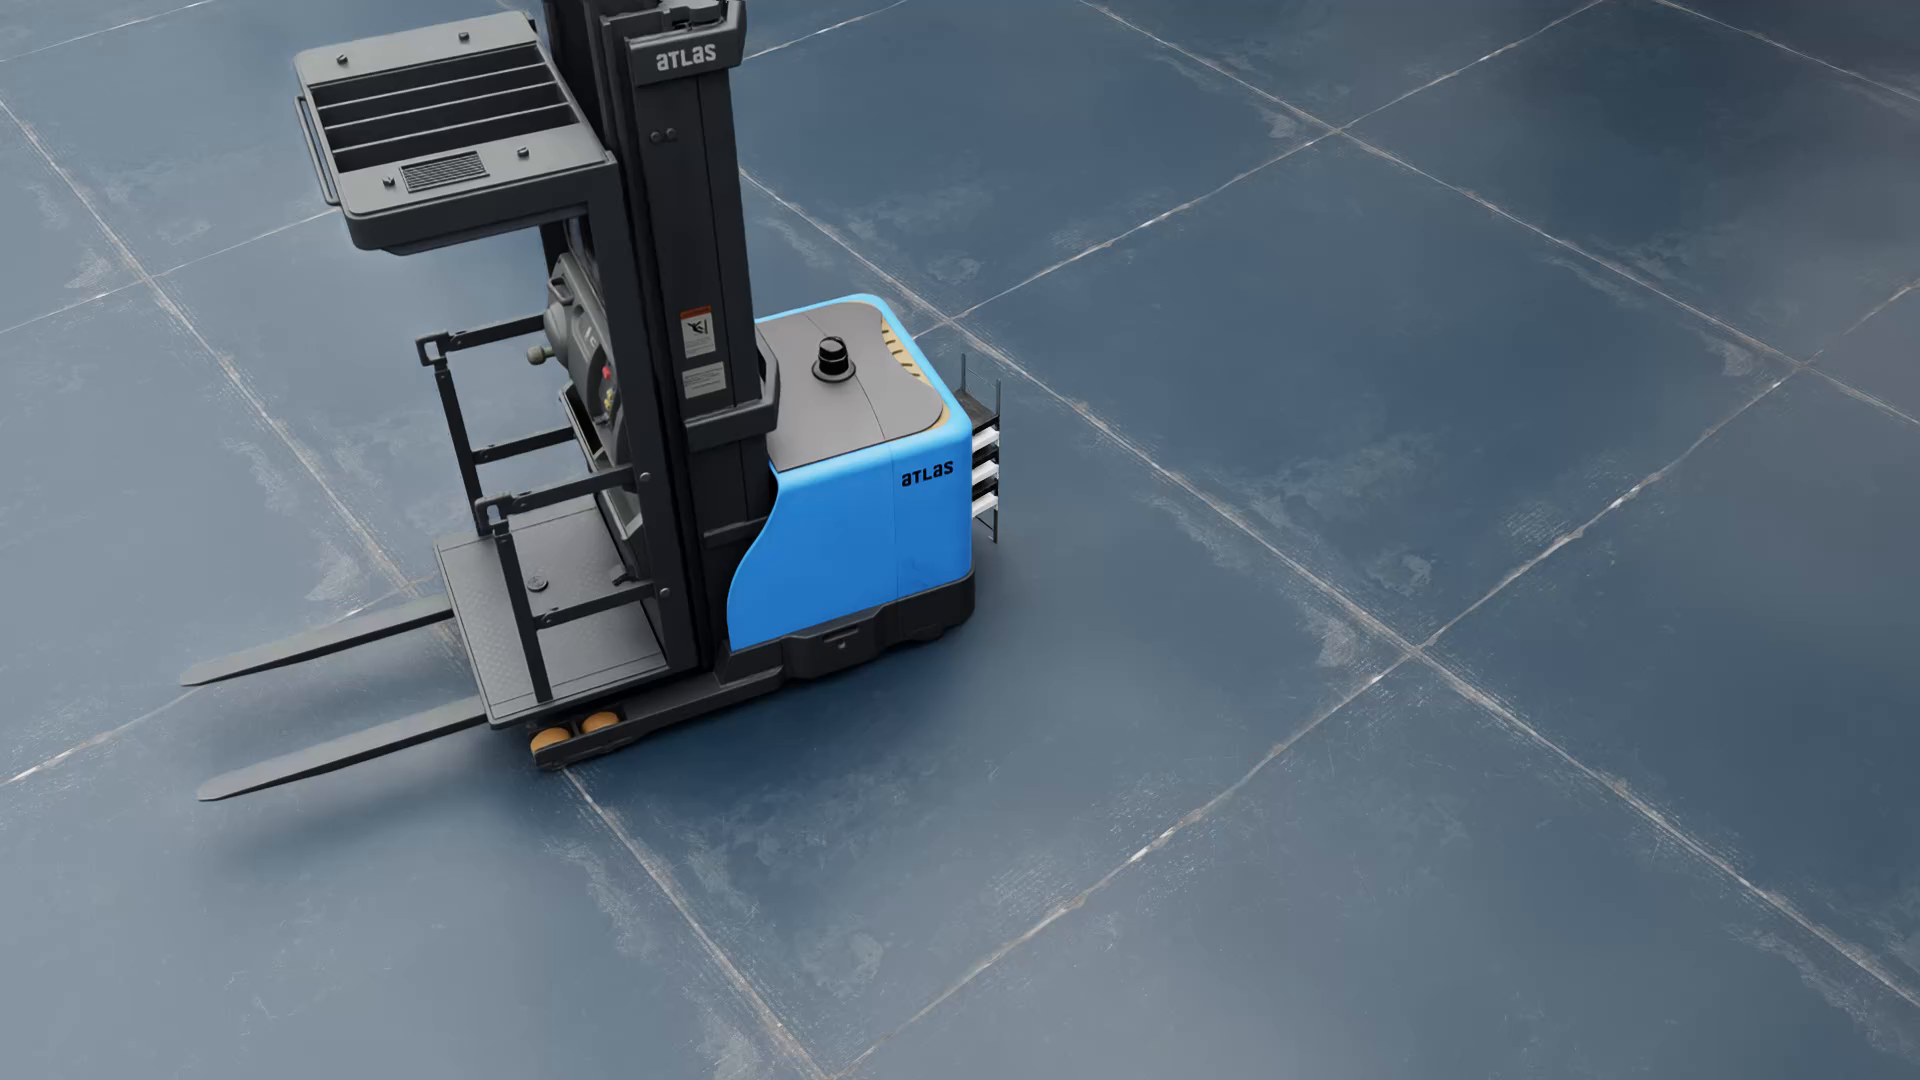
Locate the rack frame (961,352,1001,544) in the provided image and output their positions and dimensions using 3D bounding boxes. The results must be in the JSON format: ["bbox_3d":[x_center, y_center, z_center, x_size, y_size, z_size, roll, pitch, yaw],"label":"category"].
[{"bbox_3d":[0.084,-0.376,7.047,0.006,0.900,0.240,-30,51,-28],"label":"rack frame"}]

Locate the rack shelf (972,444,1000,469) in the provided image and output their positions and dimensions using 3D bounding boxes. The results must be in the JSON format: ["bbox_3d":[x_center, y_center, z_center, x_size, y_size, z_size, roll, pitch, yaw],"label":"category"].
[{"bbox_3d":[0.006,-0.373,6.961,0.200,0.077,0.258,-30,51,-28],"label":"rack shelf"}]

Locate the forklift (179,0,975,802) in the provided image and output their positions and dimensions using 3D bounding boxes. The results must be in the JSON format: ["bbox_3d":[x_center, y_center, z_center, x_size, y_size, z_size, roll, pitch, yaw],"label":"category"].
[{"bbox_3d":[-1.500,-0.603,5.805,3.031,2.935,1.130,-17,46,-18],"label":"forklift"}]

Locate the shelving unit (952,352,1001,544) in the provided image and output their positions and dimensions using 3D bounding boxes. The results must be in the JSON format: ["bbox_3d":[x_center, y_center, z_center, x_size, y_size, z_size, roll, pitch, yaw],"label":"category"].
[{"bbox_3d":[0.006,-0.332,6.999,0.210,0.900,0.258,-30,51,-28],"label":"shelving unit"}]

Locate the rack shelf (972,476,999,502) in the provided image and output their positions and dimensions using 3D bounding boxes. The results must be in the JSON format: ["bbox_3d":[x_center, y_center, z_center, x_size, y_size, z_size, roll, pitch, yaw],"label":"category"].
[{"bbox_3d":[0.006,-0.242,7.084,0.200,0.077,0.258,-30,51,-28],"label":"rack shelf"}]

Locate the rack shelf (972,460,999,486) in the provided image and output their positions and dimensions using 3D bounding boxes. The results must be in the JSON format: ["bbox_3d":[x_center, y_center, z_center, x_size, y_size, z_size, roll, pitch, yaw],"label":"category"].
[{"bbox_3d":[0.006,-0.307,7.022,0.200,0.077,0.258,-30,51,-28],"label":"rack shelf"}]

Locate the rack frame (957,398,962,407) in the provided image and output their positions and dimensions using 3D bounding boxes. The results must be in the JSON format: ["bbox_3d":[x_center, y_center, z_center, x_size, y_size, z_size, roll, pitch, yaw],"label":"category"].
[{"bbox_3d":[-0.072,-0.287,6.952,0.006,0.900,0.240,-30,51,-28],"label":"rack frame"}]

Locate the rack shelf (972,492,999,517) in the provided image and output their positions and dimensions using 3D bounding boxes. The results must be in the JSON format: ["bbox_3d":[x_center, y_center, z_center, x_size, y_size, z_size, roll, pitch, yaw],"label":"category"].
[{"bbox_3d":[0.006,-0.176,7.145,0.200,0.077,0.258,-30,51,-28],"label":"rack shelf"}]

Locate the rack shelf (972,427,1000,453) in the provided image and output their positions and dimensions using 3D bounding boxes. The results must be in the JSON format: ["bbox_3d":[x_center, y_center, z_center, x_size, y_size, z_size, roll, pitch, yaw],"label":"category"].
[{"bbox_3d":[0.006,-0.439,6.899,0.200,0.077,0.258,-30,51,-28],"label":"rack shelf"}]

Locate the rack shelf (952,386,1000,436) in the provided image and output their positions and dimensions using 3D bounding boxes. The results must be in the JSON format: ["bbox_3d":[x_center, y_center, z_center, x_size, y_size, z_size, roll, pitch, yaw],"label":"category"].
[{"bbox_3d":[0.006,-0.504,6.837,0.200,0.077,0.258,-30,51,-28],"label":"rack shelf"}]
